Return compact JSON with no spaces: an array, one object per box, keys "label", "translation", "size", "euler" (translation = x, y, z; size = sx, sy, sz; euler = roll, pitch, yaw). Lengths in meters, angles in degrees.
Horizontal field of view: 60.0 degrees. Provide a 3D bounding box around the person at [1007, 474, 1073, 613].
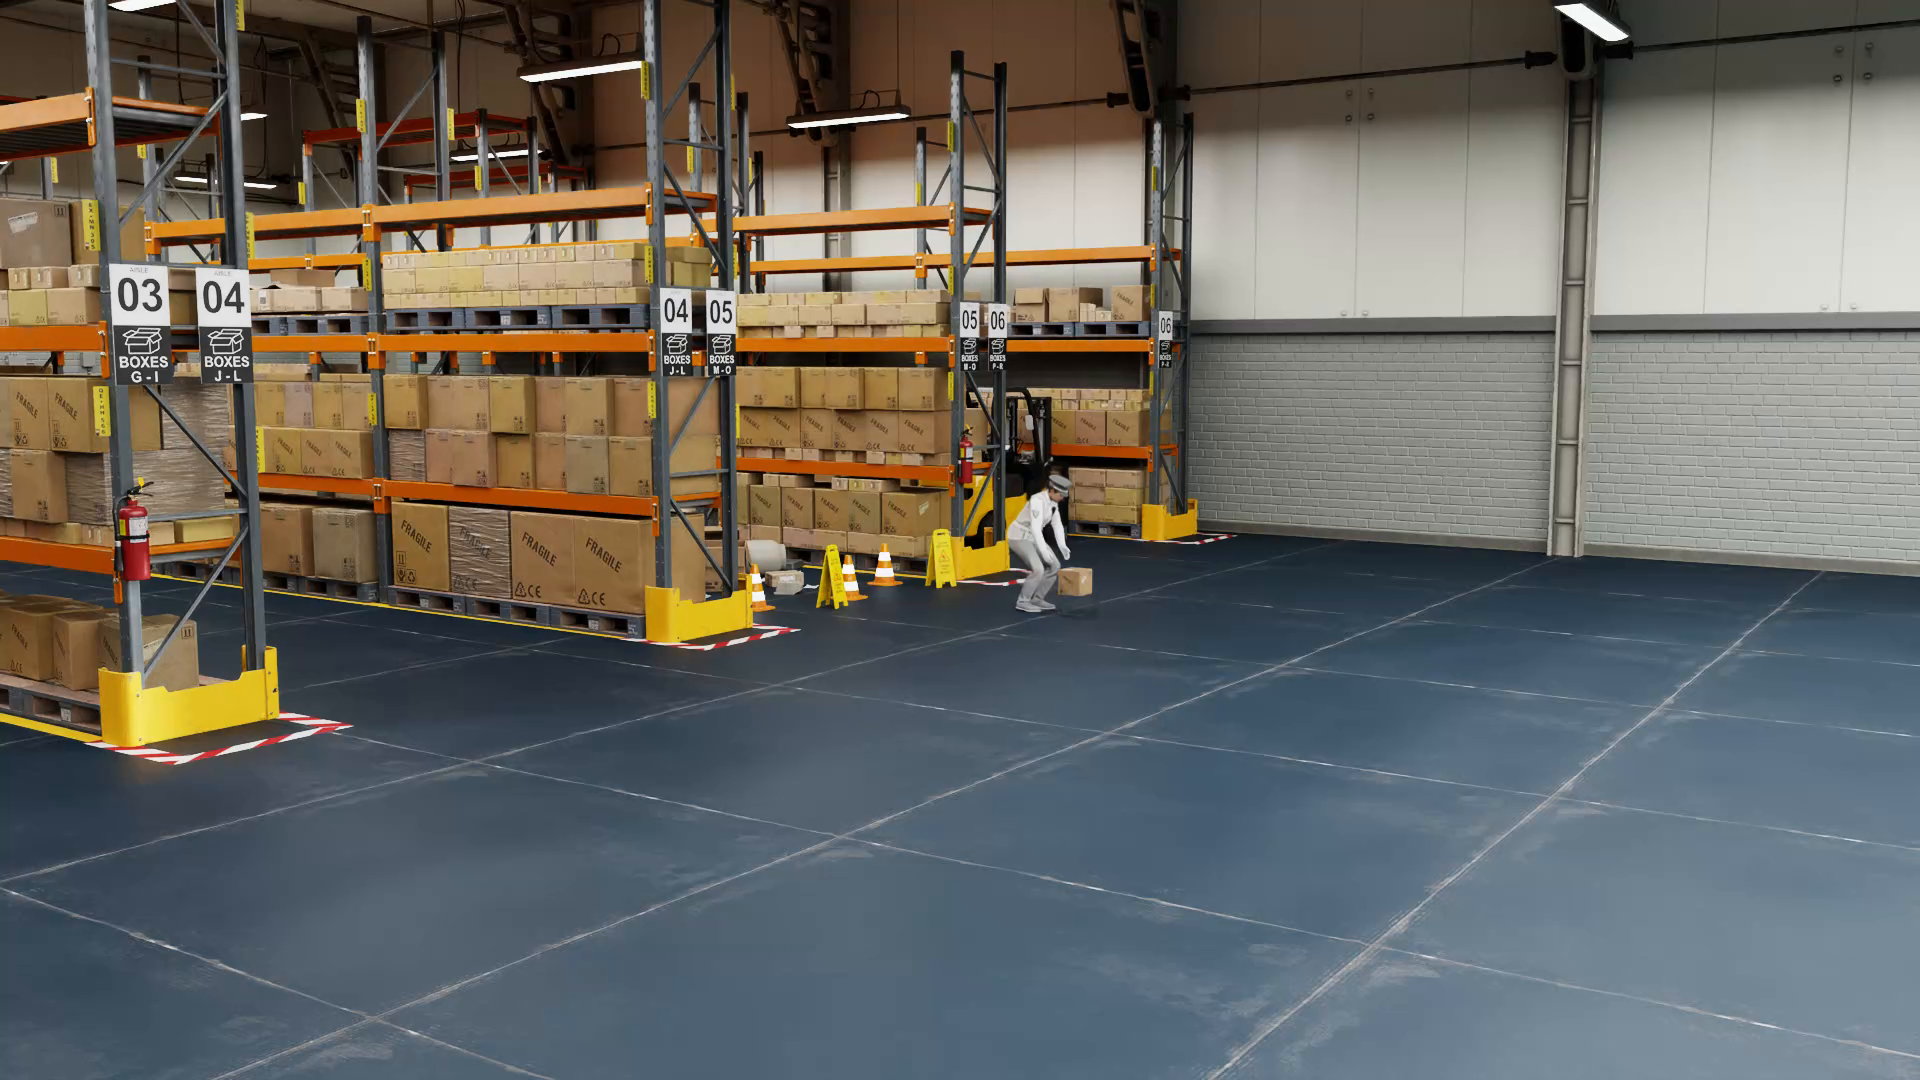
[{"label":"person","translation":[0.832,0.026,16.983],"size":[0.691,1.404,0.535],"euler":[4,8,34]}]
